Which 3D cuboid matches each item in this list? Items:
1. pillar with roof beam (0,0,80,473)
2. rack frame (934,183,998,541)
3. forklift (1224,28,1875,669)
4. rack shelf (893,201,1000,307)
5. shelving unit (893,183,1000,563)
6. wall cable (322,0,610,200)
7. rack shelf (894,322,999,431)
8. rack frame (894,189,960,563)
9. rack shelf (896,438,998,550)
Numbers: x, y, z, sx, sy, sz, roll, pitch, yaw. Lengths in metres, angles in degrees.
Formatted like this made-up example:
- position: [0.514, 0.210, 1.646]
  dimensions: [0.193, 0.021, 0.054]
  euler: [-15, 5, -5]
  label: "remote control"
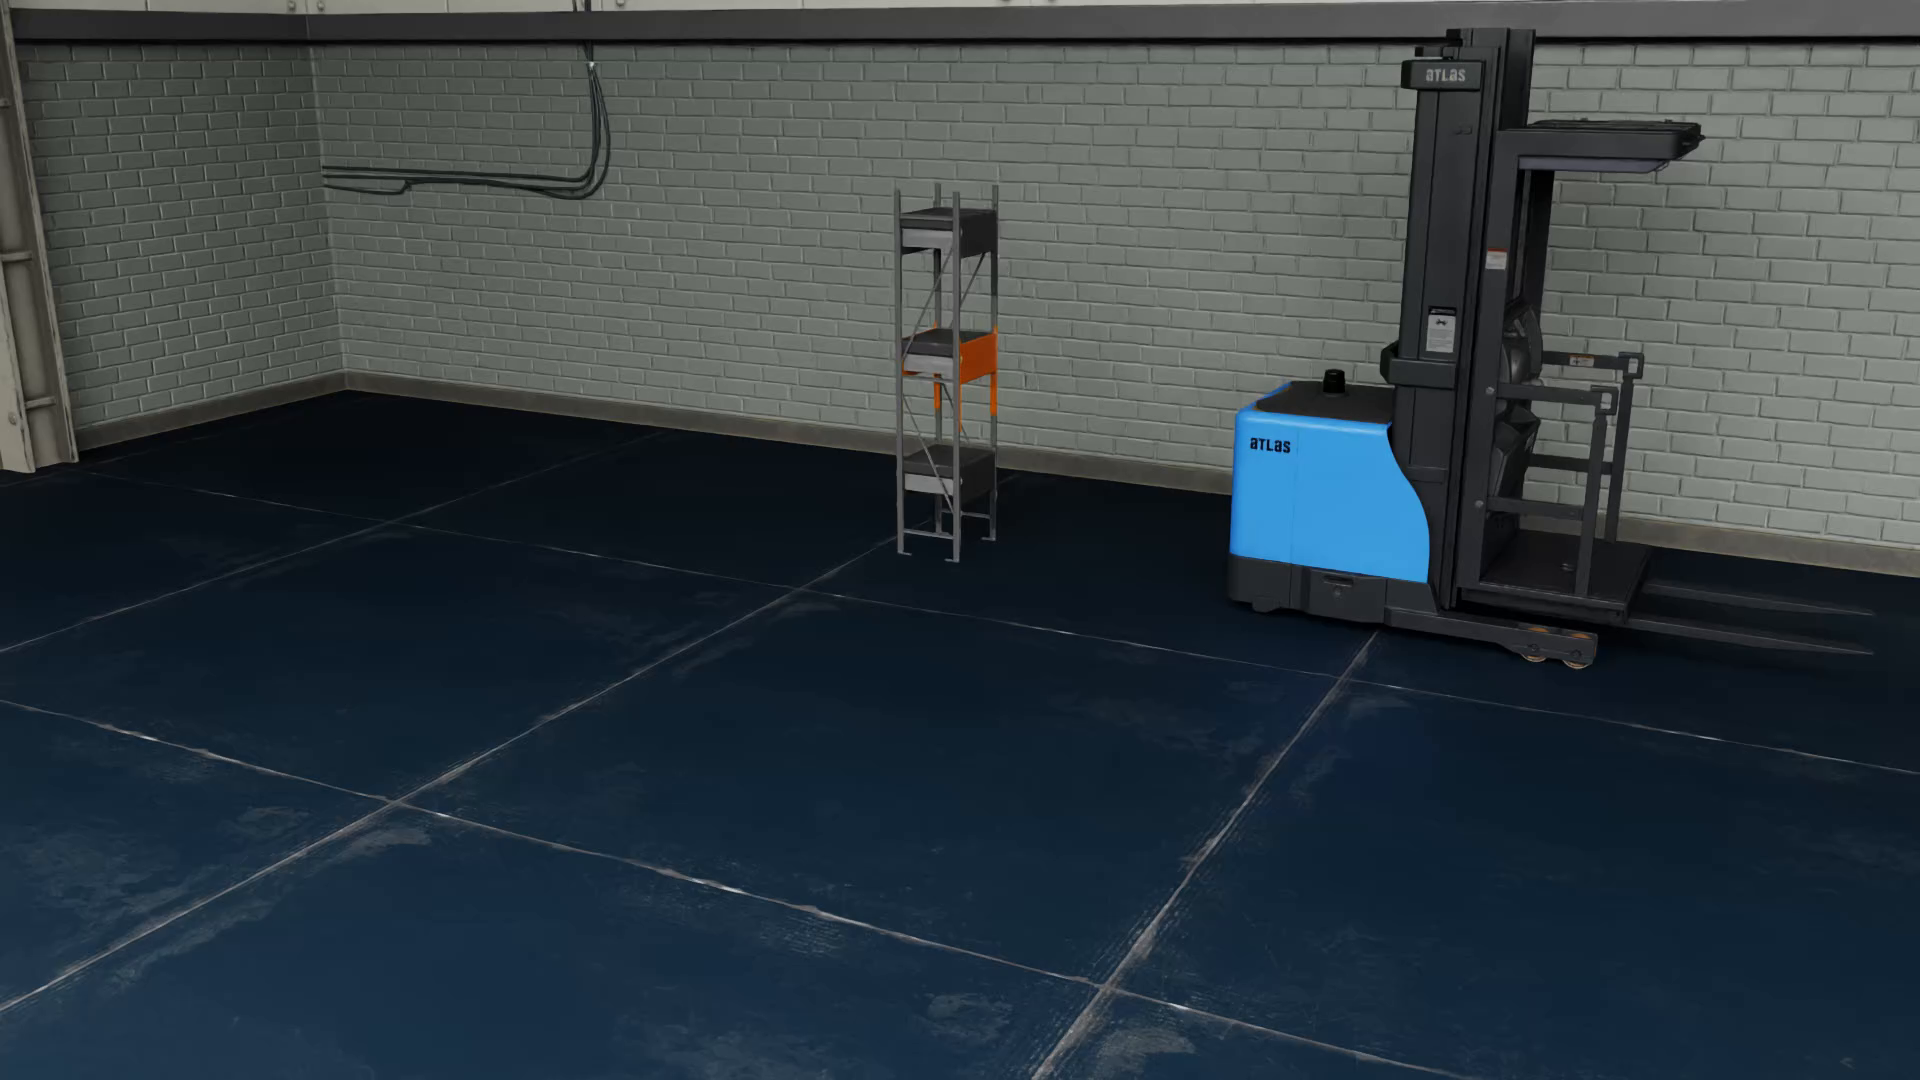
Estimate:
- position: [-2.686, -4.300, 8.698]
  dimensions: [9.100, 9.000, 0.400]
  euler: [8, 18, 25]
  label: "pillar with roof beam"
- position: [0.035, -1.027, 9.793]
  dimensions: [0.400, 2.100, 0.015]
  euler: [8, 18, 25]
  label: "rack frame"
- position: [2.945, -0.962, 8.115]
  dimensions: [3.031, 2.935, 1.130]
  euler: [9, 19, 27]
  label: "forklift"
- position: [-0.074, -1.622, 9.388]
  dimensions: [0.431, 0.518, 0.480]
  euler: [8, 18, 25]
  label: "rack shelf"
- position: [-0.074, -0.964, 9.583]
  dimensions: [0.431, 2.100, 0.503]
  euler: [8, 18, 25]
  label: "shelving unit"
- position: [-4.037, -3.942, 12.944]
  dimensions: [3.097, 2.526, 0.112]
  euler: [8, 18, 25]
  label: "wall cable"
- position: [-0.074, -0.951, 9.587]
  dimensions: [0.431, 0.518, 0.480]
  euler: [8, 18, 25]
  label: "rack shelf"
- position: [-0.183, -0.902, 9.374]
  dimensions: [0.400, 2.100, 0.015]
  euler: [8, 18, 25]
  label: "rack frame"
- position: [-0.074, -0.280, 9.787]
  dimensions: [0.431, 0.518, 0.480]
  euler: [8, 18, 25]
  label: "rack shelf"
